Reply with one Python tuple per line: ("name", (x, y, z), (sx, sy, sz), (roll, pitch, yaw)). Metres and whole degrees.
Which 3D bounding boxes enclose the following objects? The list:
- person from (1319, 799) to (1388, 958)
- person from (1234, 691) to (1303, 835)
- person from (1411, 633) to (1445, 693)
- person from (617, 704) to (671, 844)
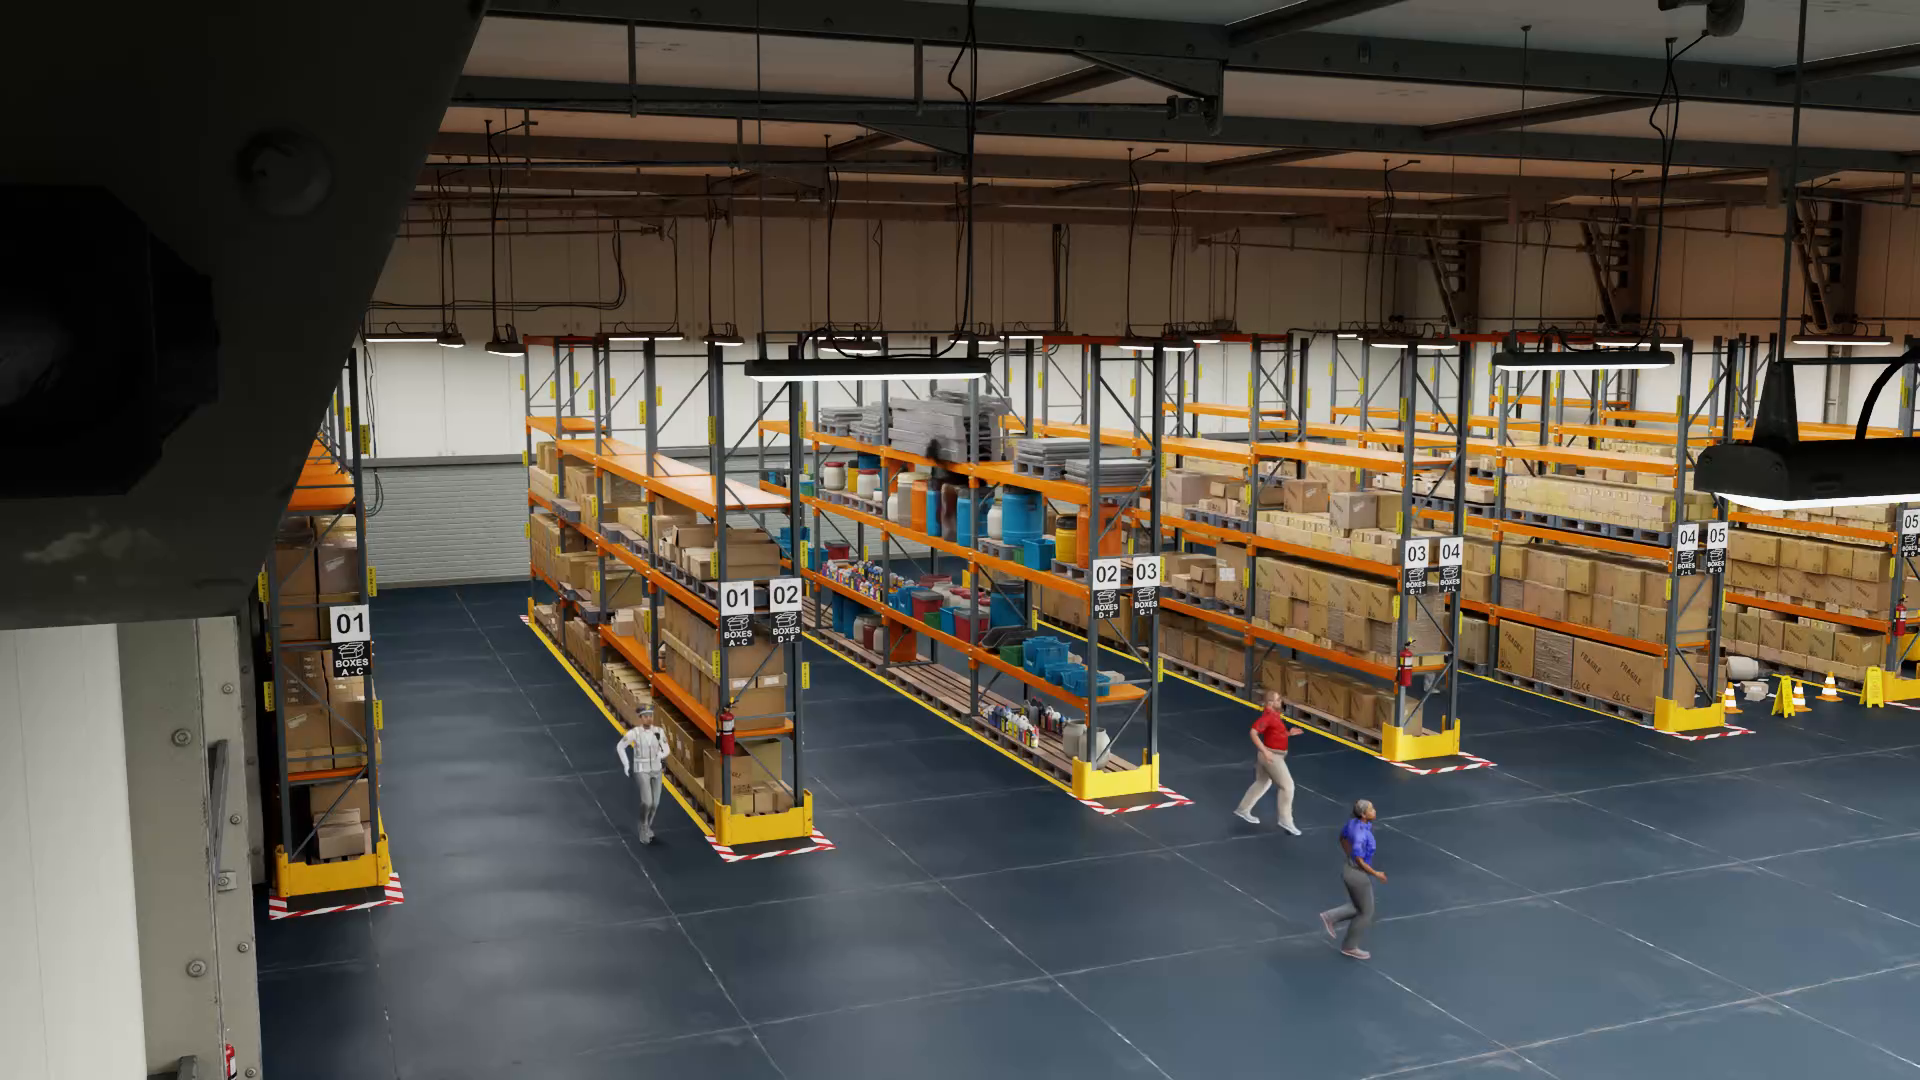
("person", (3.923, 3.354, 16.545), (0.613, 1.625, 0.584), (1, 8, 4))
("person", (3.831, 2.750, 20.592), (0.817, 1.786, 0.639), (1, 8, 5))
("person", (7.916, 1.724, 28.313), (0.701, 1.726, 0.661), (-6, 10, -40))
("person", (-3.783, 2.834, 20.155), (0.584, 1.700, 0.601), (-5, 9, -31))
